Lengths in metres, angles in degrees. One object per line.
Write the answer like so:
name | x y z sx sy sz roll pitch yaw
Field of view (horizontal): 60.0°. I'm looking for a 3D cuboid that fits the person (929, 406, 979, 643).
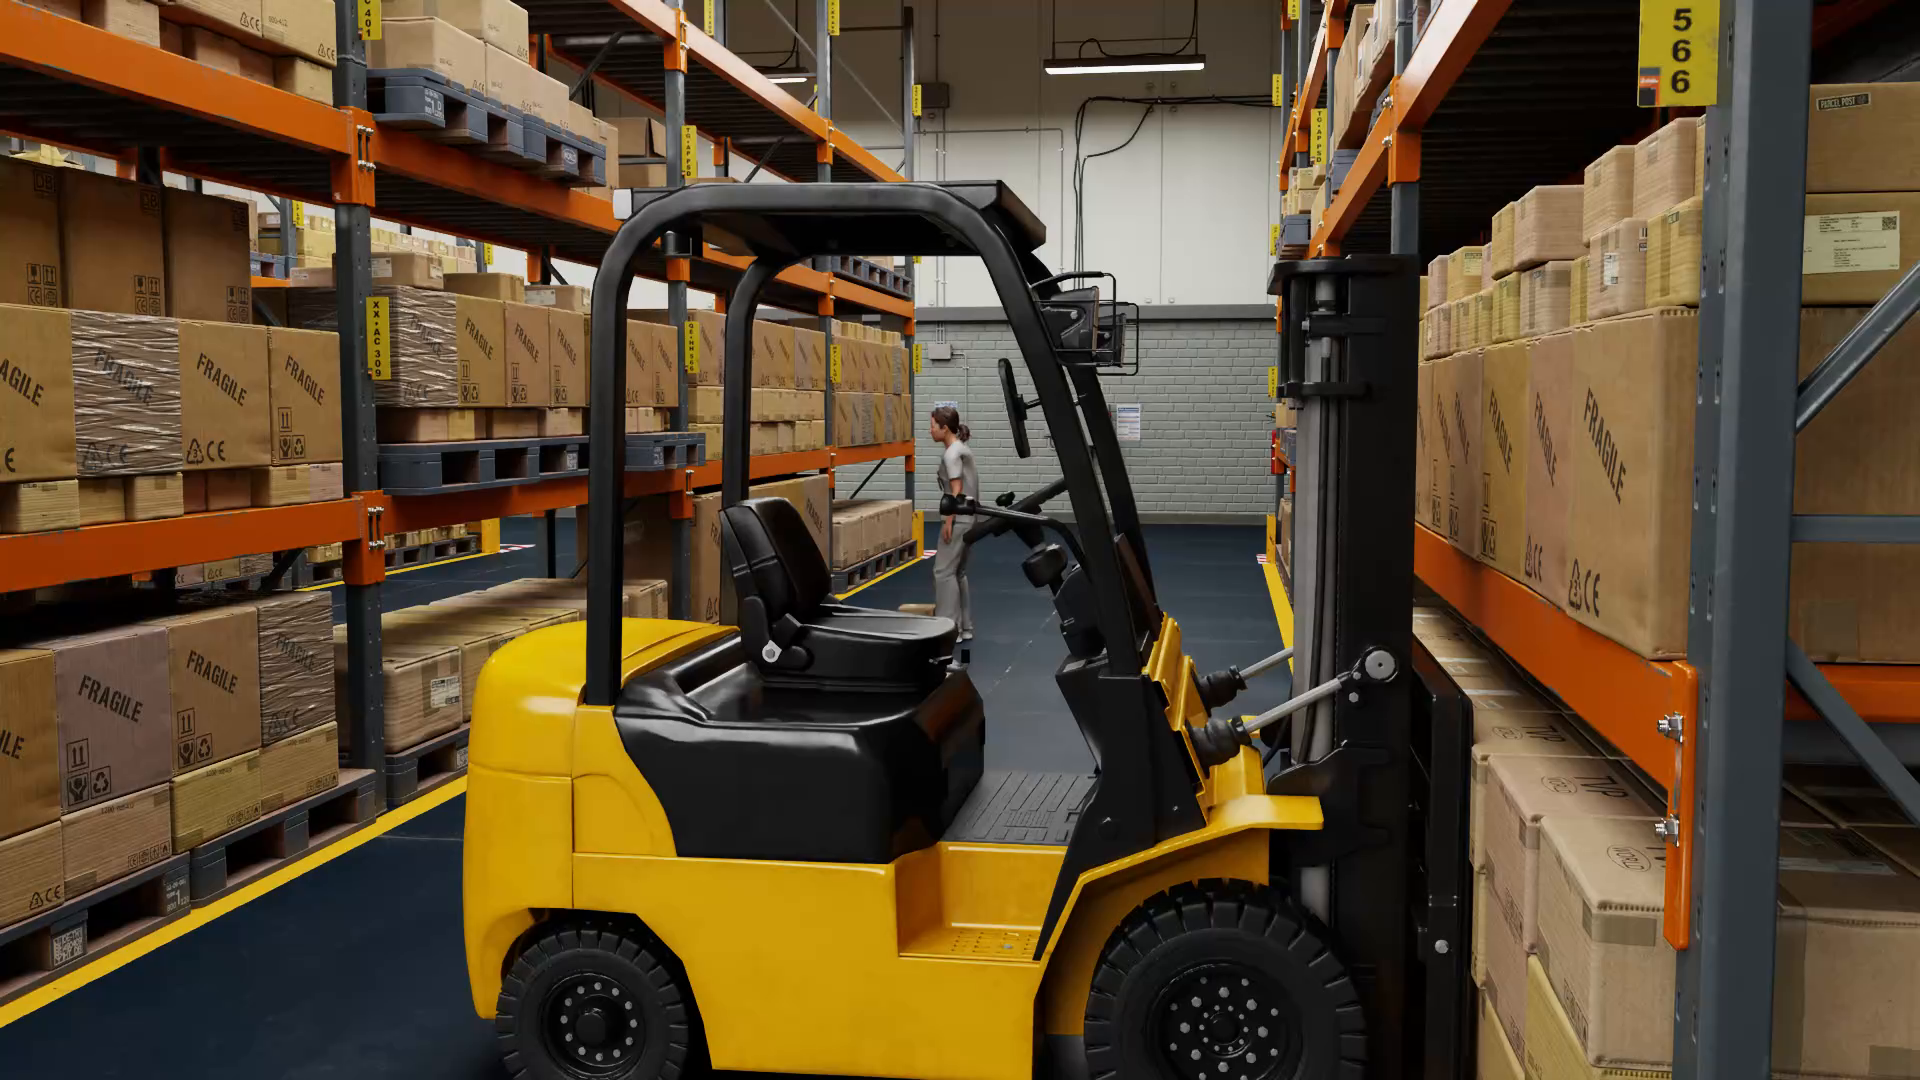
person | -0.077 -0.111 11.763 0.416 1.671 0.496 0 5 6
